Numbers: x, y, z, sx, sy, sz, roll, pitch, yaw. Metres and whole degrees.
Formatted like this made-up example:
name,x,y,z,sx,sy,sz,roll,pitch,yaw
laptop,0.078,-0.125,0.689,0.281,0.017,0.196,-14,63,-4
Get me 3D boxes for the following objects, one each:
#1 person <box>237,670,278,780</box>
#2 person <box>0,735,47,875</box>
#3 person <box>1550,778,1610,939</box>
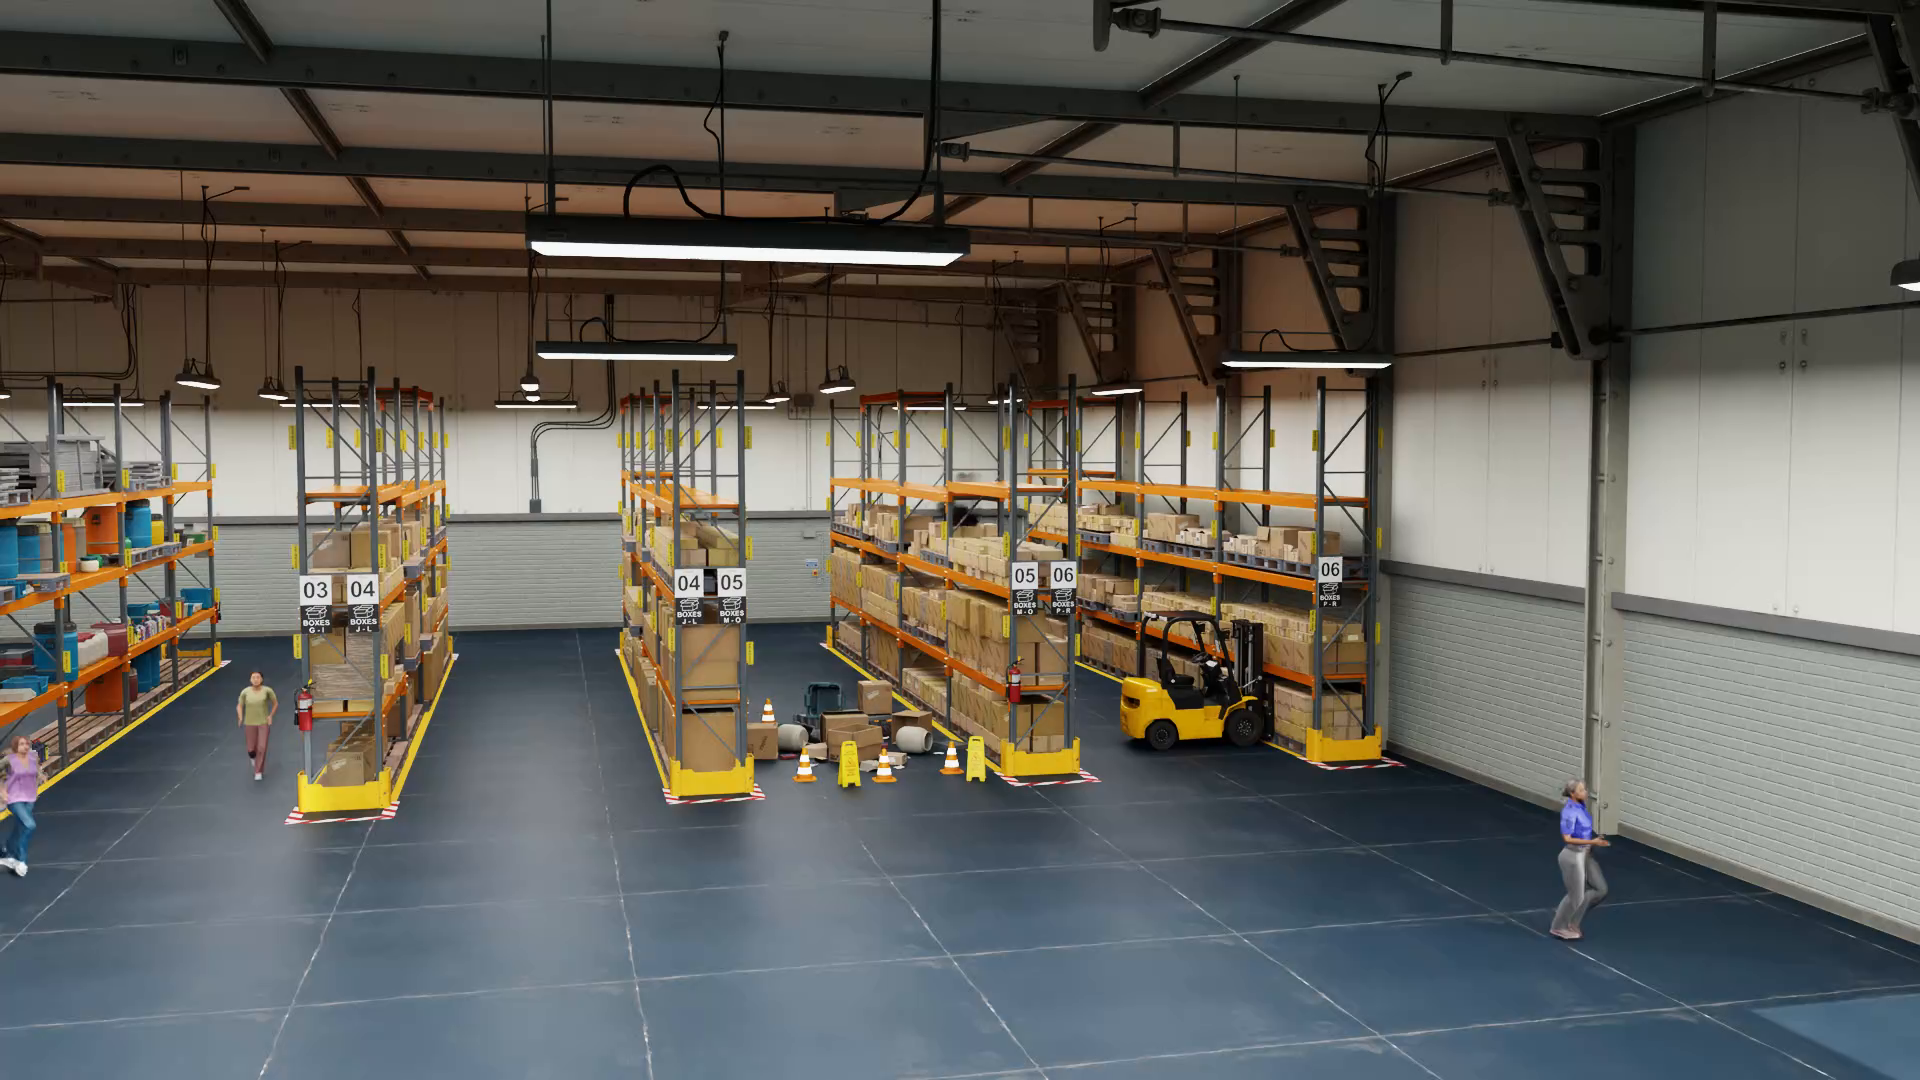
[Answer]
name,x,y,z,sx,sy,sz,roll,pitch,yaw
person,-10.440,2.722,24.737,0.569,1.621,0.622,-1,4,-20
person,-10.883,3.064,19.294,0.688,1.630,0.507,1,4,21
person,6.206,3.201,16.576,0.599,1.625,0.561,3,5,41
